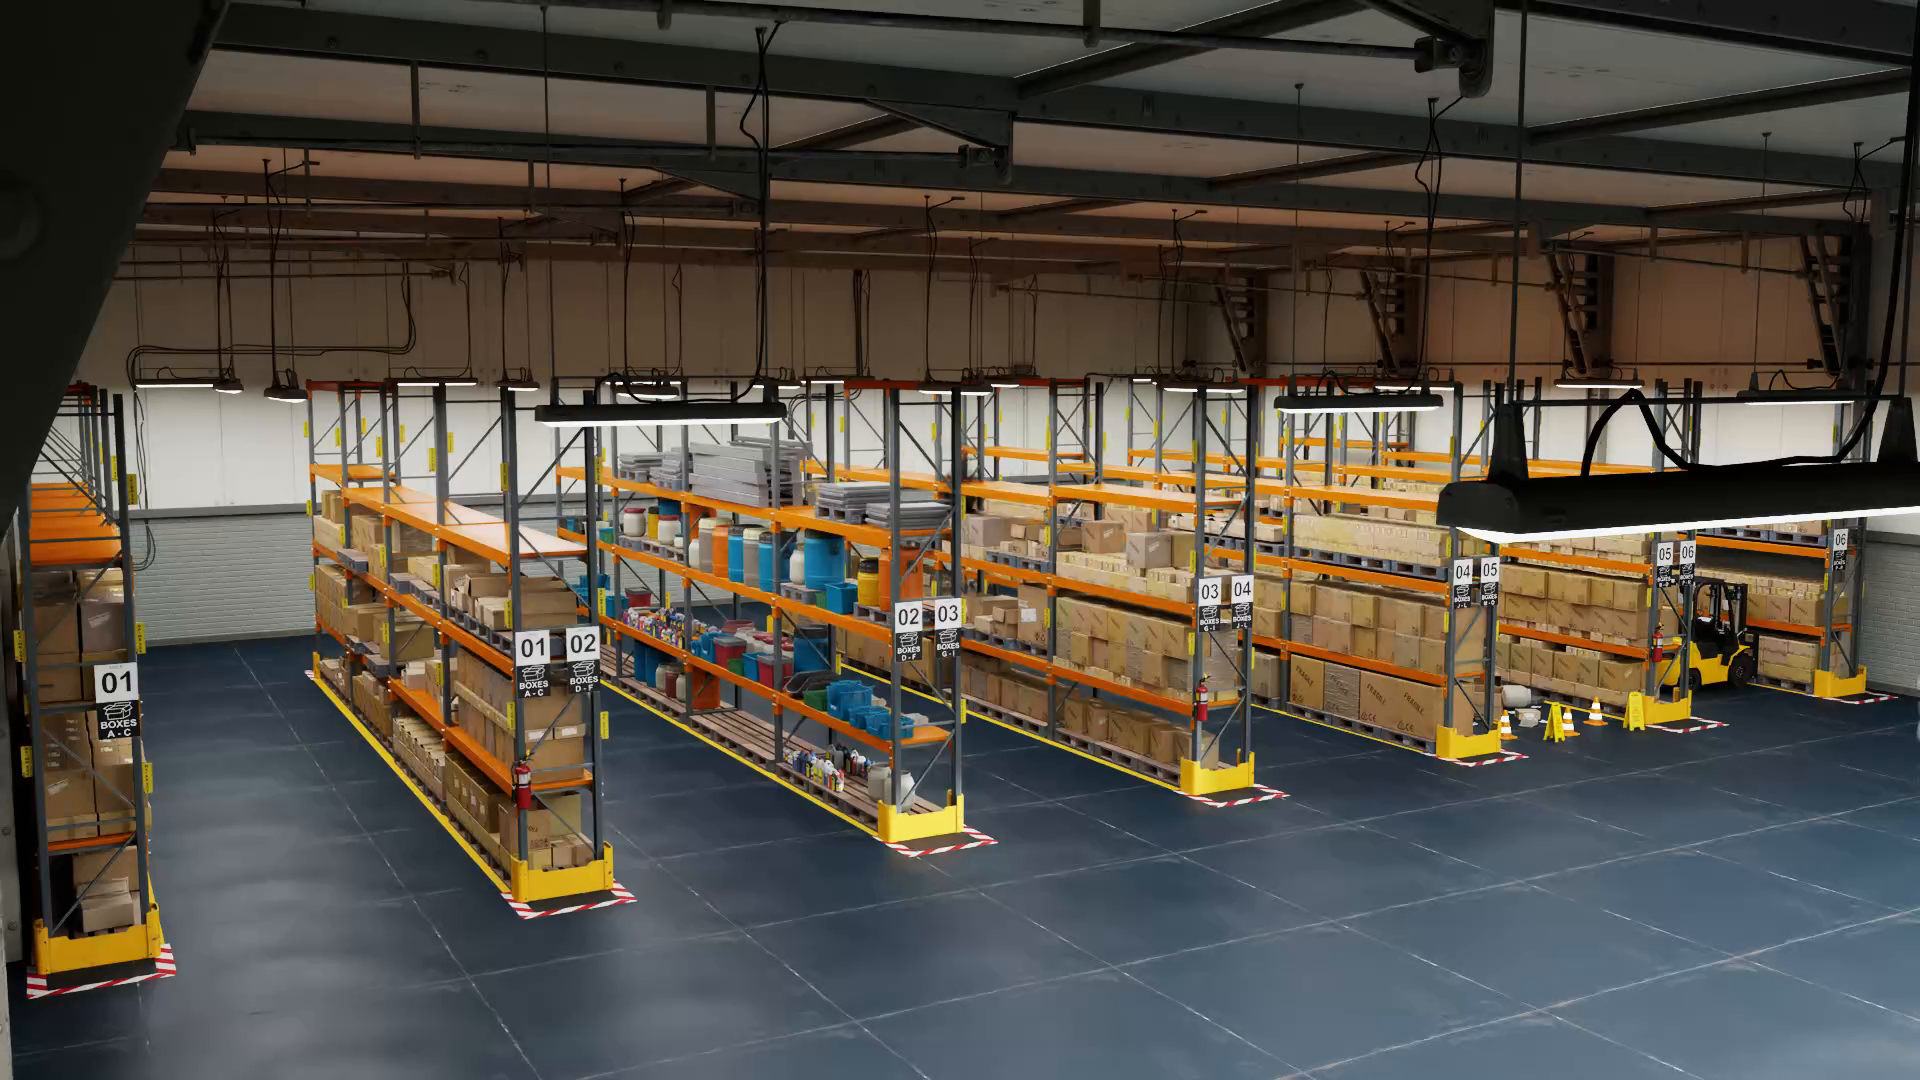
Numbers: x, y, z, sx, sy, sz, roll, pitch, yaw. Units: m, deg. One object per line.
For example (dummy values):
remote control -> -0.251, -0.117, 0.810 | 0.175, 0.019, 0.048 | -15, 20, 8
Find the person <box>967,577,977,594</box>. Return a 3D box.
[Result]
person -> 0.340, 1.087, 42.230 | 0.519, 1.549, 0.747 | 1, 6, 5

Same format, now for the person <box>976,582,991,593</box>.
person -> 0.622, 1.021, 42.352 | 0.668, 1.644, 0.650 | -3, 7, -27

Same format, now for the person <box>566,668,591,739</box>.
person -> -6.356, 2.471, 28.133 | 0.668, 1.808, 0.823 | -4, 7, -36

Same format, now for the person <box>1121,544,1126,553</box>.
person -> 4.412, 0.817, 44.697 | 0.629, 1.497, 0.697 | -1, 6, -10
